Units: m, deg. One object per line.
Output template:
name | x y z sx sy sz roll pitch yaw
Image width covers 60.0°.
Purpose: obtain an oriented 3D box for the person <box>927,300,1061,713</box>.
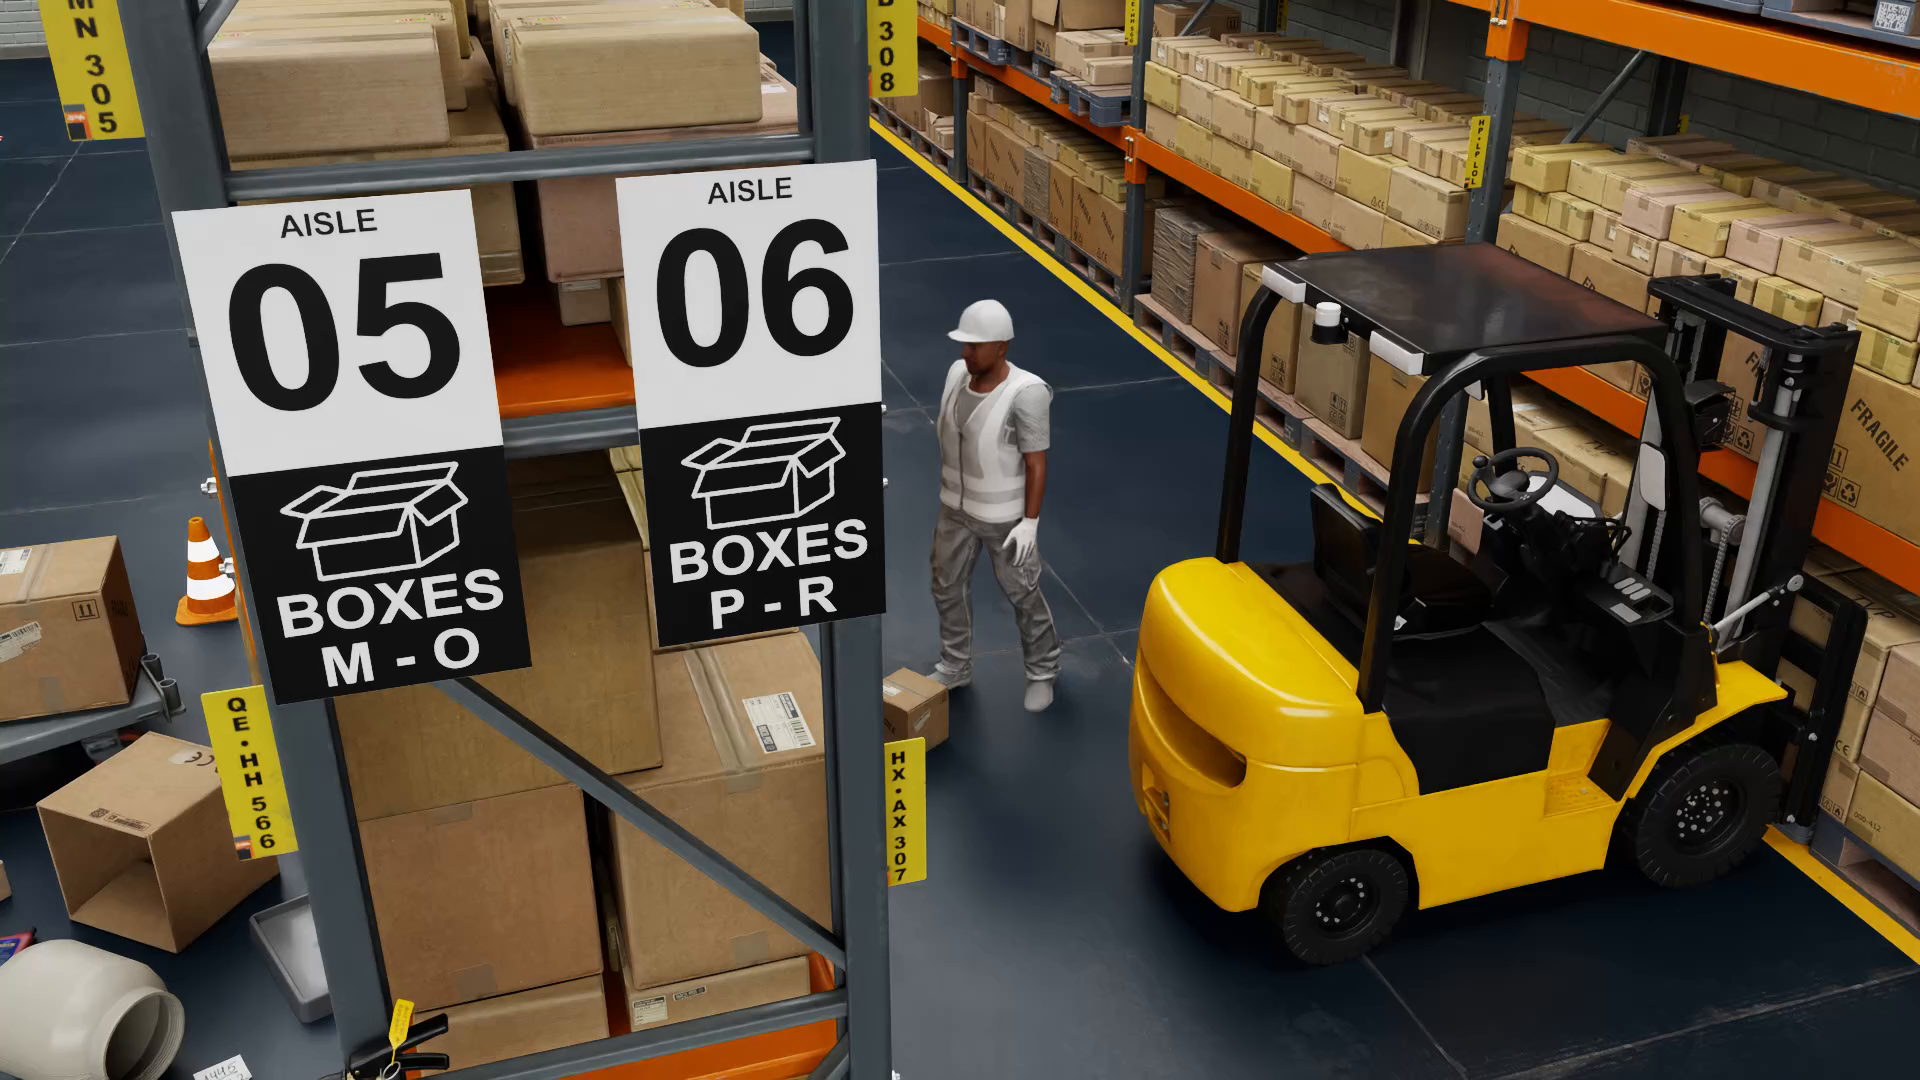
person | 0.125 -0.122 6.872 0.563 1.800 0.544 22 34 38
